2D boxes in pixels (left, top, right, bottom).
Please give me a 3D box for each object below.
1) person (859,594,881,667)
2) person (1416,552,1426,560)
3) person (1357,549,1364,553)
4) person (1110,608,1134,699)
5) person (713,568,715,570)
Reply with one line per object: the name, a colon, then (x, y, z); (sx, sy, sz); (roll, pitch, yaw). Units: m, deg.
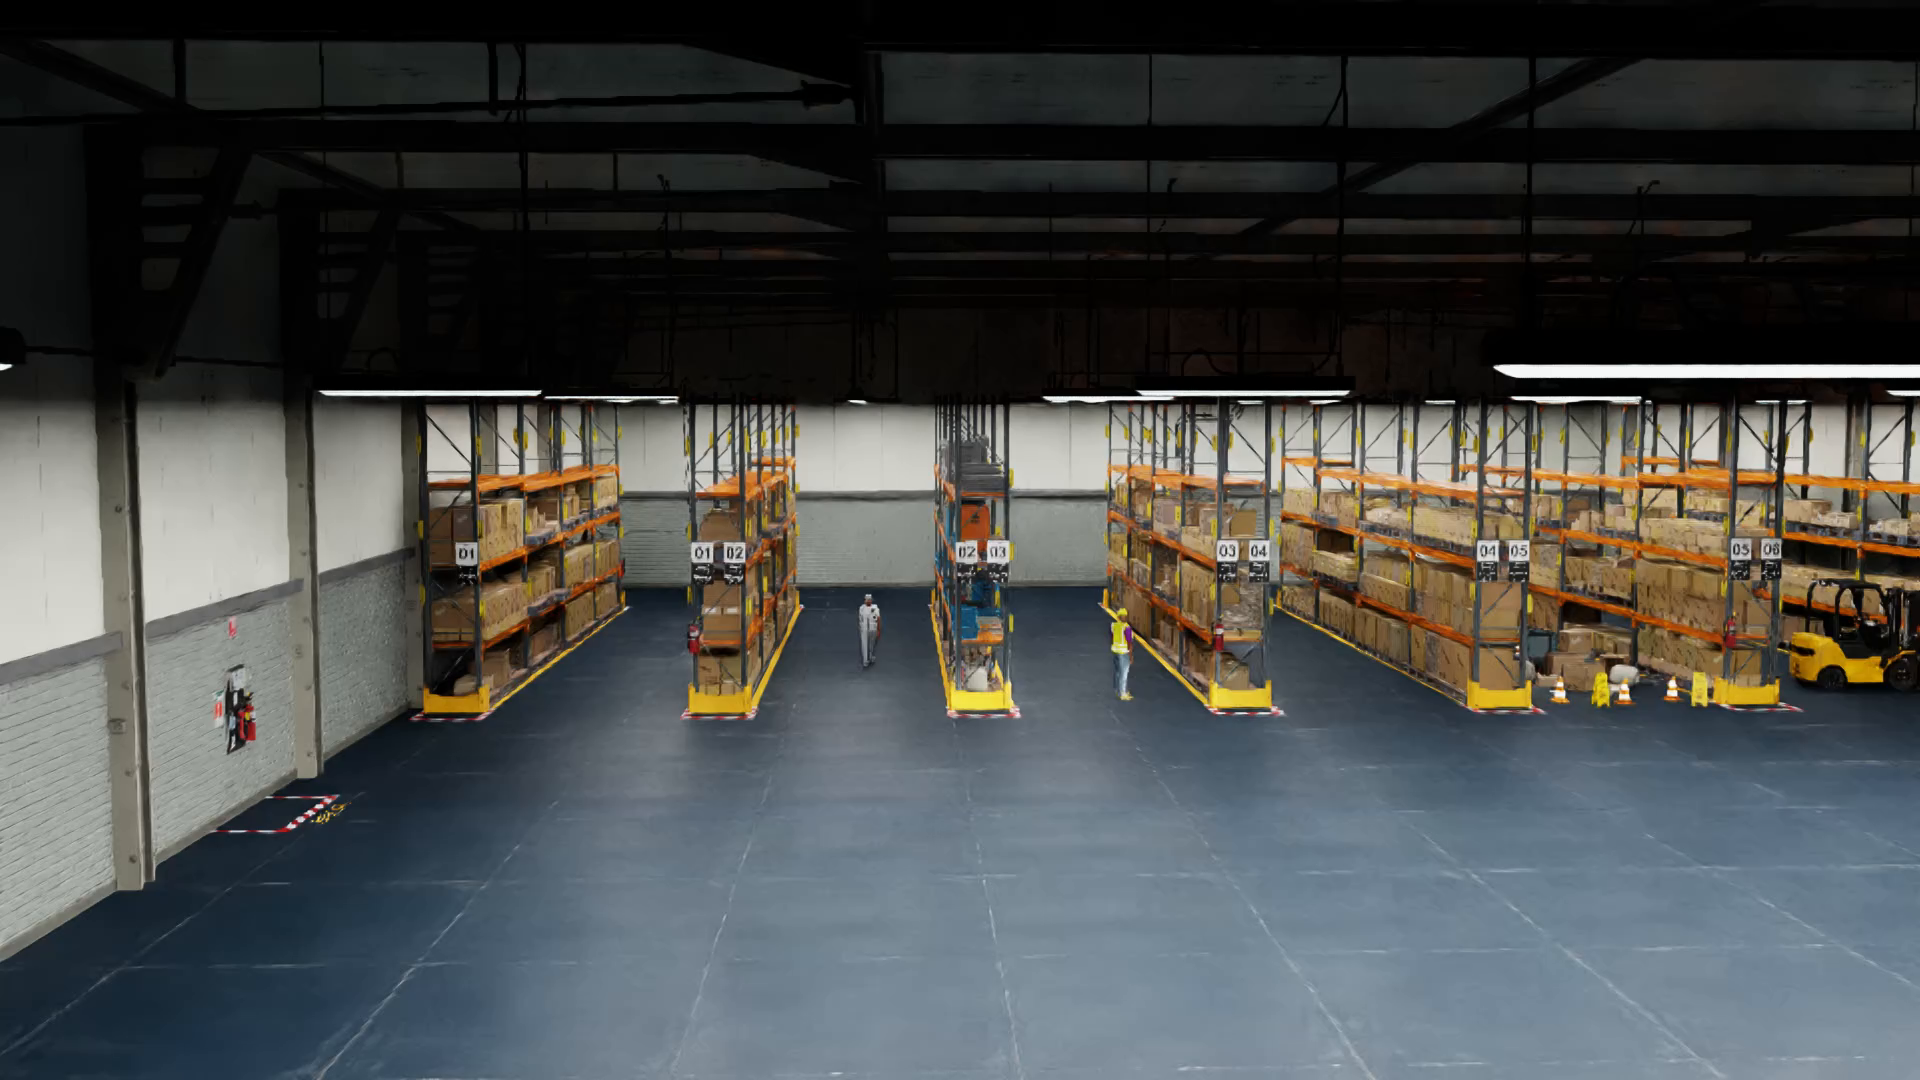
person: (-1.990, 1.975, 36.736); (0.493, 1.605, 0.991); (0, 5, -3)
person: (13.635, 0.910, 49.253); (0.721, 1.738, 0.570); (-3, 5, -29)
person: (11.360, 1.063, 47.339); (0.555, 1.722, 0.615); (2, 5, 27)
person: (3.215, 2.209, 32.638); (0.453, 1.768, 0.632); (-3, 5, -32)
person: (-6.701, 1.156, 46.965); (0.639, 1.632, 0.498); (0, 5, -3)
